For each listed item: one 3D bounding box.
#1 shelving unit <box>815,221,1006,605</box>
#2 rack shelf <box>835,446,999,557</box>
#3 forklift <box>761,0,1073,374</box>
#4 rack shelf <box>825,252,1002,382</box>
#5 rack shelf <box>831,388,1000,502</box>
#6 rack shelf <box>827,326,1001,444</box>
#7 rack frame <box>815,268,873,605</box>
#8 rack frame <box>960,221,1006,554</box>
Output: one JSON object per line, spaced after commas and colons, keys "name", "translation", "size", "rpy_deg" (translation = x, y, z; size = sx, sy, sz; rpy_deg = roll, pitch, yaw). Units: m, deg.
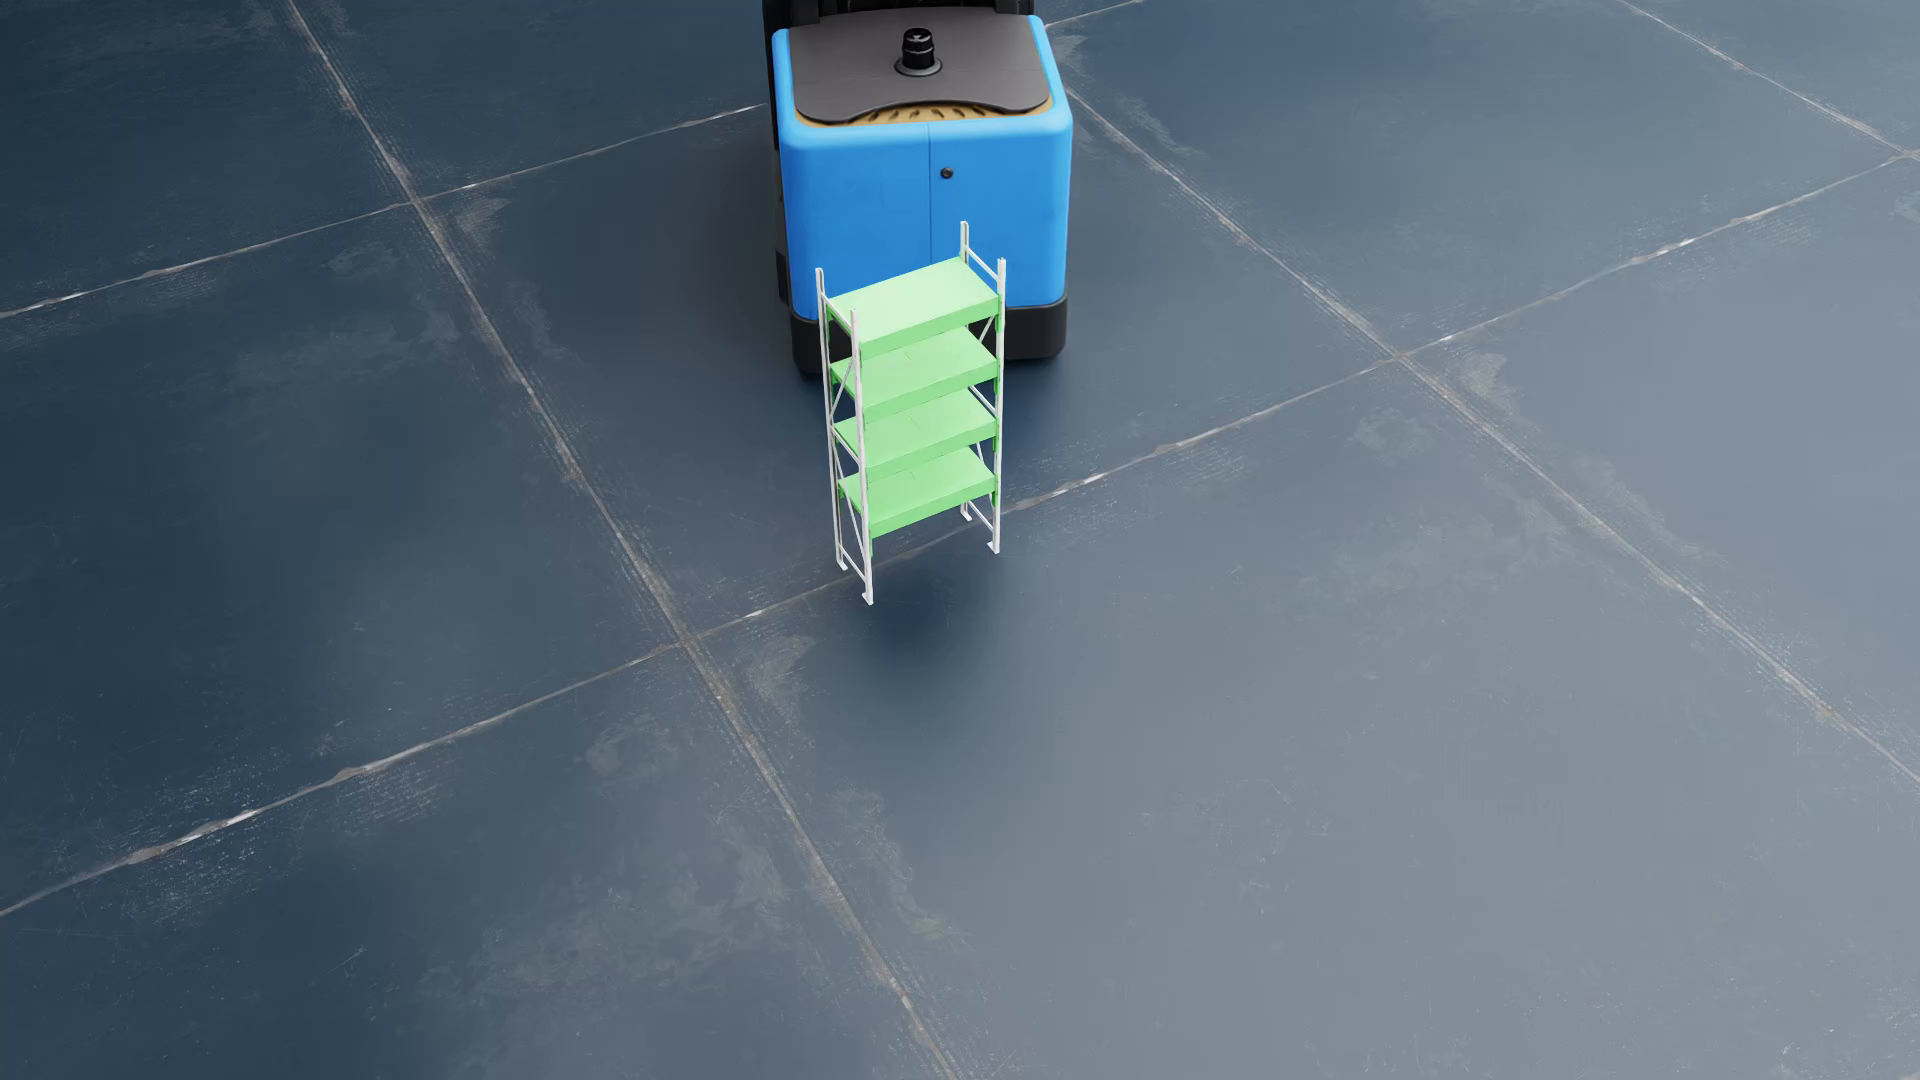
{"name": "shelving unit", "translation": [-0.144, -0.373, 5.273], "size": [0.503, 1.200, 0.258], "rpy_deg": [-22, 48, -21]}
{"name": "rack shelf", "translation": [-0.144, -0.155, 5.485], "size": [0.480, 0.148, 0.258], "rpy_deg": [-22, 48, -21]}
{"name": "forklift", "translation": [-0.276, -2.710, 6.438], "size": [1.130, 2.935, 3.031], "rpy_deg": [-5, 44, -5]}
{"name": "rack shelf", "translation": [-0.144, -0.672, 4.983], "size": [0.480, 0.148, 0.258], "rpy_deg": [-22, 48, -21]}
{"name": "rack shelf", "translation": [-0.144, -0.327, 5.317], "size": [0.480, 0.148, 0.258], "rpy_deg": [-22, 48, -21]}
{"name": "rack shelf", "translation": [-0.144, -0.500, 5.150], "size": [0.480, 0.148, 0.258], "rpy_deg": [-22, 48, -21]}
{"name": "rack frame", "translation": [-0.355, -0.288, 5.186], "size": [0.015, 1.200, 0.240], "rpy_deg": [-22, 48, -21]}
{"name": "rack frame", "translation": [0.068, -0.458, 5.360], "size": [0.015, 1.200, 0.240], "rpy_deg": [-22, 48, -21]}
